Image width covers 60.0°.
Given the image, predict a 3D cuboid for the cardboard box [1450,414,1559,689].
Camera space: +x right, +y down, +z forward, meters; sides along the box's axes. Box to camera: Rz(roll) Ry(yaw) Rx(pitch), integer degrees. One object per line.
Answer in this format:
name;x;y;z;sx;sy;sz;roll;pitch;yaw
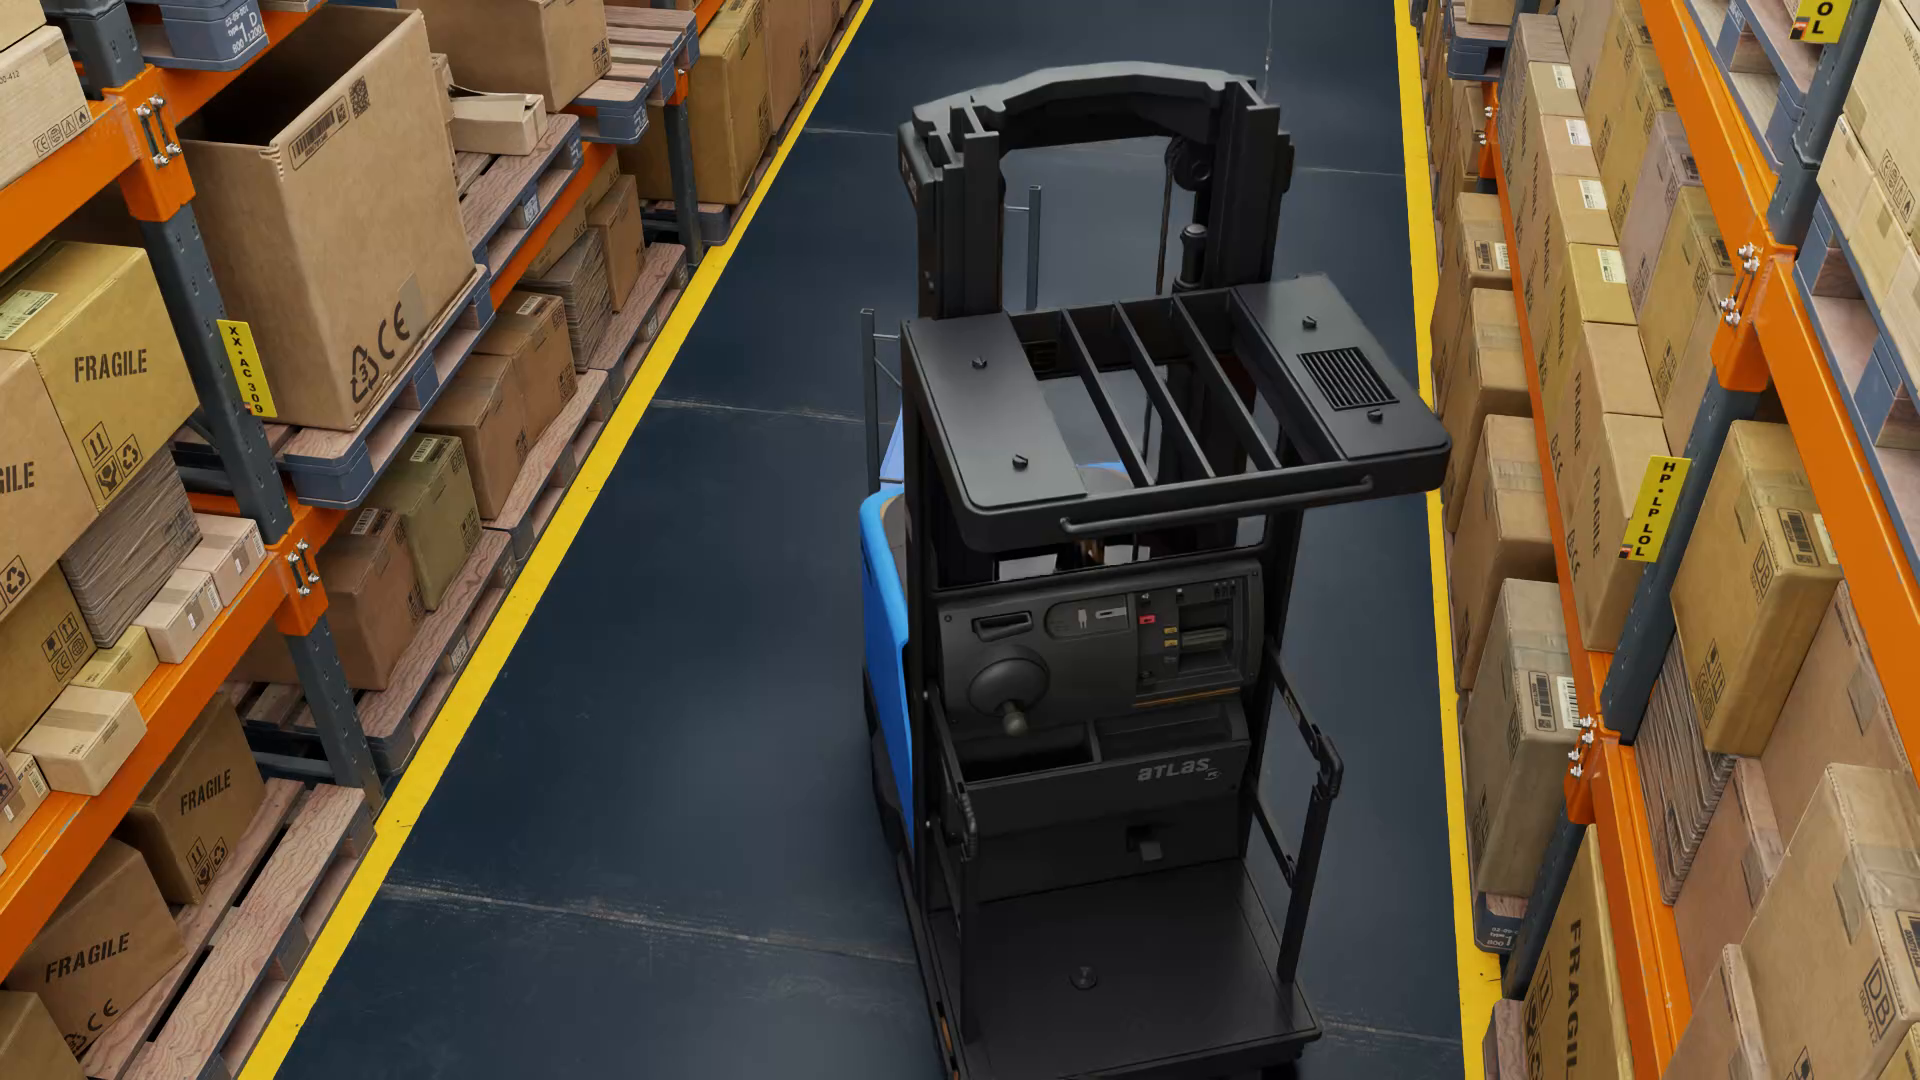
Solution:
cardboard box;2.456;0.096;6.216;1.050;0.750;0.750;6;40;8

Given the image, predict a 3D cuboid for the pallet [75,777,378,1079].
pallet;-2.683;1.285;5.530;1.003;0.211;1.213;6;40;8

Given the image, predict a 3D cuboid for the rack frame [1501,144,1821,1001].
rack frame;2.266;0.395;4.418;1.000;3.000;0.127;6;40;8

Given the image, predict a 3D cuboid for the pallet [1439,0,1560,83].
pallet;2.977;-2.500;8.071;1.213;0.211;1.003;6;40;8

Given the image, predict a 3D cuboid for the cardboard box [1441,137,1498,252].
cardboard box;2.815;-1.756;8.652;0.500;0.500;0.500;6;40;7

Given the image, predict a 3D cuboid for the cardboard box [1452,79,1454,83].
cardboard box;2.999;-2.696;9.201;0.500;0.250;0.500;7;40;9

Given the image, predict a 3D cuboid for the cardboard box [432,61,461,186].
cardboard box;-2.392;-1.515;6.318;0.797;0.503;0.637;10;41;12

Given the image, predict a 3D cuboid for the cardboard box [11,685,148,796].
cardboard box;-2.437;0.524;4.459;0.380;0.149;0.250;6;40;8

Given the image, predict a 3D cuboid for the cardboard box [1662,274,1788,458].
cardboard box;2.347;-0.341;4.445;0.700;0.500;0.500;6;40;7

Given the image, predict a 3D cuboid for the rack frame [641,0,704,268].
rack frame;-1.909;-2.726;8.193;1.000;3.000;0.127;6;40;8

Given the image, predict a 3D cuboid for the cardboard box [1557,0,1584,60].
cardboard box;2.871;-2.259;6.765;0.700;0.500;0.500;6;40;7

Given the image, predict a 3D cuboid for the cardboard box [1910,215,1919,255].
cardboard box;1.820;-0.425;2.533;0.500;0.250;0.500;6;40;7

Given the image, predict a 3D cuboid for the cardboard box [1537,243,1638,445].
cardboard box;2.268;-0.635;5.585;0.500;0.500;0.500;7;40;8

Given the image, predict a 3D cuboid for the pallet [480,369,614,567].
pallet;-2.259;-0.397;7.565;1.003;0.211;1.213;6;40;8

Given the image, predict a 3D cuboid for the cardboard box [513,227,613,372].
cardboard box;-2.089;-1.160;7.915;0.700;0.500;0.500;3;40;4

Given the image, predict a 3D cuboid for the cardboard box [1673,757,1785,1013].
cardboard box;2.141;0.918;3.668;0.875;0.550;0.550;6;40;8

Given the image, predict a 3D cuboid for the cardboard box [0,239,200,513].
cardboard box;-2.408;-0.441;4.333;0.500;0.500;0.500;6;40;8

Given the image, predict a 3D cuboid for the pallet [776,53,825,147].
pallet;-1.485;-2.901;10.593;1.003;0.211;1.213;6;40;8

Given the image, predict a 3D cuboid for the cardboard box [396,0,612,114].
cardboard box;-1.961;-2.221;7.175;0.700;0.500;0.500;12;41;14

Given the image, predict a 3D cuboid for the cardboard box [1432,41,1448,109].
cardboard box;3.094;-2.727;9.827;0.500;0.500;0.500;7;40;8

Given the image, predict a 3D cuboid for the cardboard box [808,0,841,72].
cardboard box;-1.462;-3.614;10.605;1.225;0.875;0.875;5;40;6

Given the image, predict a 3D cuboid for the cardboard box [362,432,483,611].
cardboard box;-2.373;-0.102;6.636;0.700;0.500;0.500;6;40;7

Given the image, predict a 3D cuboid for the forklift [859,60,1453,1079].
forklift;0.450;0.382;4.488;1.130;2.935;3.031;-8;40;-9

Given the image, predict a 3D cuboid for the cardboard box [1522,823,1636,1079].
cardboard box;2.089;1.439;4.493;0.875;0.875;0.875;7;40;8

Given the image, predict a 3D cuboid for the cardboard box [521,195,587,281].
cardboard box;-2.077;-1.463;7.694;0.500;0.250;0.500;11;41;13

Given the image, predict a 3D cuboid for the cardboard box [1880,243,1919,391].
cardboard box;1.781;-0.355;2.760;0.380;0.149;0.250;6;40;8

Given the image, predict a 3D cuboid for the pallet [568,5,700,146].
pallet;-1.927;-2.193;7.699;1.213;0.211;1.003;6;40;8

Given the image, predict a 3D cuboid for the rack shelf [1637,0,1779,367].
rack shelf;2.612;-1.739;5.210;1.077;0.370;4.000;6;40;8

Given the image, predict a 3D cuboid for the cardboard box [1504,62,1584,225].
cardboard box;2.530;-1.583;6.732;0.500;0.500;0.500;6;40;7

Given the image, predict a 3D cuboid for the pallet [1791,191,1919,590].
pallet;2.115;-0.215;2.871;1.003;0.211;1.213;6;40;8

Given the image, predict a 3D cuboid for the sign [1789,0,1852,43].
sign;1.730;-1.135;3.262;0.100;0.325;0.005;6;40;8

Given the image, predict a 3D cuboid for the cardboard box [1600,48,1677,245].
cardboard box;2.610;-1.298;5.603;0.700;0.500;0.500;6;40;7

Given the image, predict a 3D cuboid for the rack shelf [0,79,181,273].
rack shelf;-2.947;0.161;2.912;1.077;0.370;4.000;6;40;8

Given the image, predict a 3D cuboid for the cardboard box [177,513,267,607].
cardboard box;-2.349;0.049;5.034;0.380;0.149;0.250;6;40;8

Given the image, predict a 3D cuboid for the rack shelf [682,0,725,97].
rack shelf;-1.563;-3.704;9.940;1.077;0.370;4.000;6;40;8

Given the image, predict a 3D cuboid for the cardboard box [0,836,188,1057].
cardboard box;-2.802;1.193;5.085;0.500;0.500;0.500;19;43;21

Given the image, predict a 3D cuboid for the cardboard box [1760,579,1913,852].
cardboard box;2.188;0.507;3.318;0.875;0.550;0.550;6;40;8

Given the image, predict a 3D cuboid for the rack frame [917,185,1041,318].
rack frame;0.073;-0.844;7.093;0.500;1.500;0.032;6;40;8

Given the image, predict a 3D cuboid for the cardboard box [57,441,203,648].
cardboard box;-2.740;-0.093;4.696;0.875;0.500;0.500;6;40;8

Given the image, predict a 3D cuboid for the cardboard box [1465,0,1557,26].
cardboard box;2.591;-2.541;7.837;0.380;0.149;0.250;7;40;8

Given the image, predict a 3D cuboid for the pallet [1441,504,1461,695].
pallet;2.535;0.209;6.831;1.003;0.211;1.213;6;40;8

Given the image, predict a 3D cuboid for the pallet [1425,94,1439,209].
pallet;3.309;-2.294;9.859;1.003;0.211;1.213;6;40;8

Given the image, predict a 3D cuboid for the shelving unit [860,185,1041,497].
shelving unit;-0.015;-0.524;6.707;0.538;1.500;1.048;6;40;8
